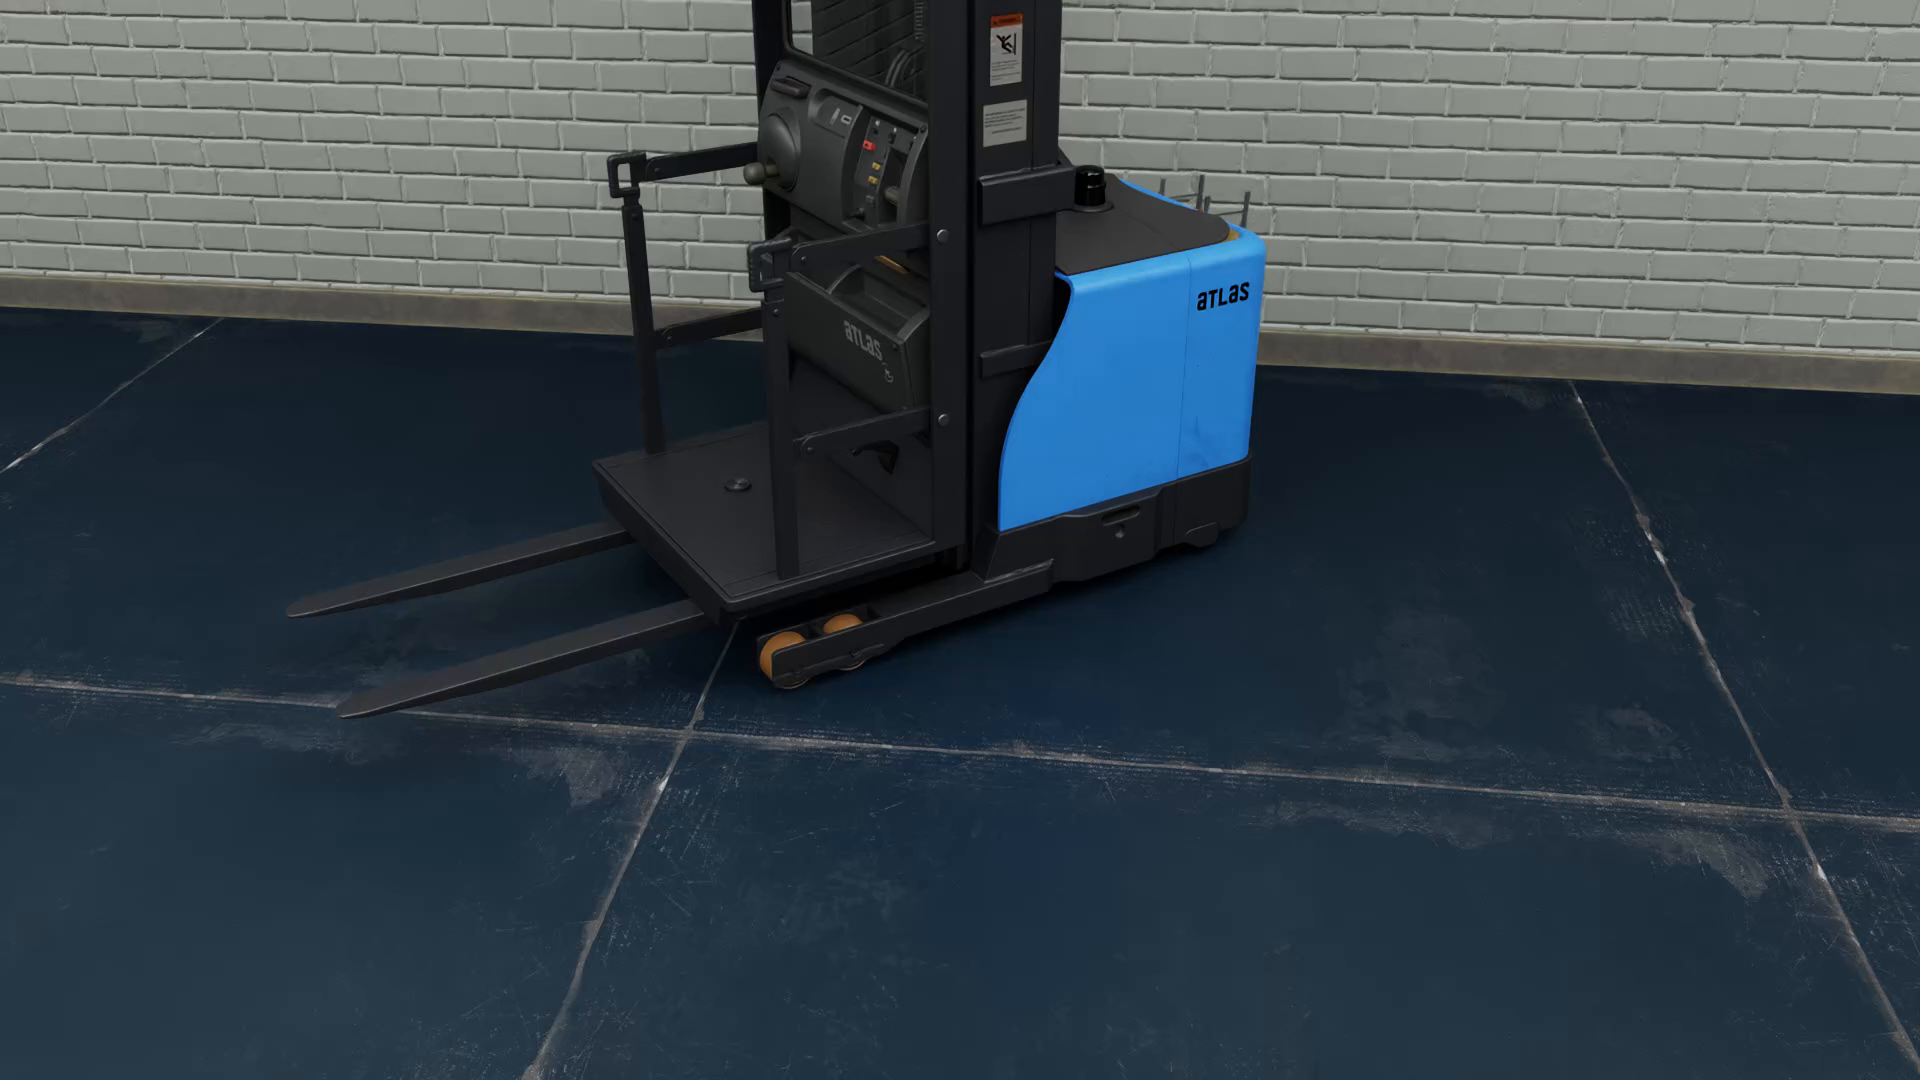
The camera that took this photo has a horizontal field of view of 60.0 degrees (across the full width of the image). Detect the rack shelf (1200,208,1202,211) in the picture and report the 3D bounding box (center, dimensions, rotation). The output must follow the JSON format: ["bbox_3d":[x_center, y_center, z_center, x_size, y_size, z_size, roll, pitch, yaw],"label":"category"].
[{"bbox_3d":[0.847,-1.021,5.949,0.215,0.259,0.240,-13,31,-30],"label":"rack shelf"}]

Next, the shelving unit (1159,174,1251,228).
[{"bbox_3d":[0.831,-0.776,6.070,0.215,1.050,0.252,-13,31,-30],"label":"shelving unit"}]

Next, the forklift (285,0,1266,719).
[{"bbox_3d":[-0.530,-1.135,4.766,3.031,2.935,1.130,-16,32,-28],"label":"forklift"}]

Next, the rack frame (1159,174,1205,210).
[{"bbox_3d":[0.765,-0.825,6.160,0.200,1.050,0.008,-13,31,-30],"label":"rack frame"}]

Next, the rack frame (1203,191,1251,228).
[{"bbox_3d":[0.897,-0.727,5.979,0.200,1.050,0.008,-13,31,-30],"label":"rack frame"}]
